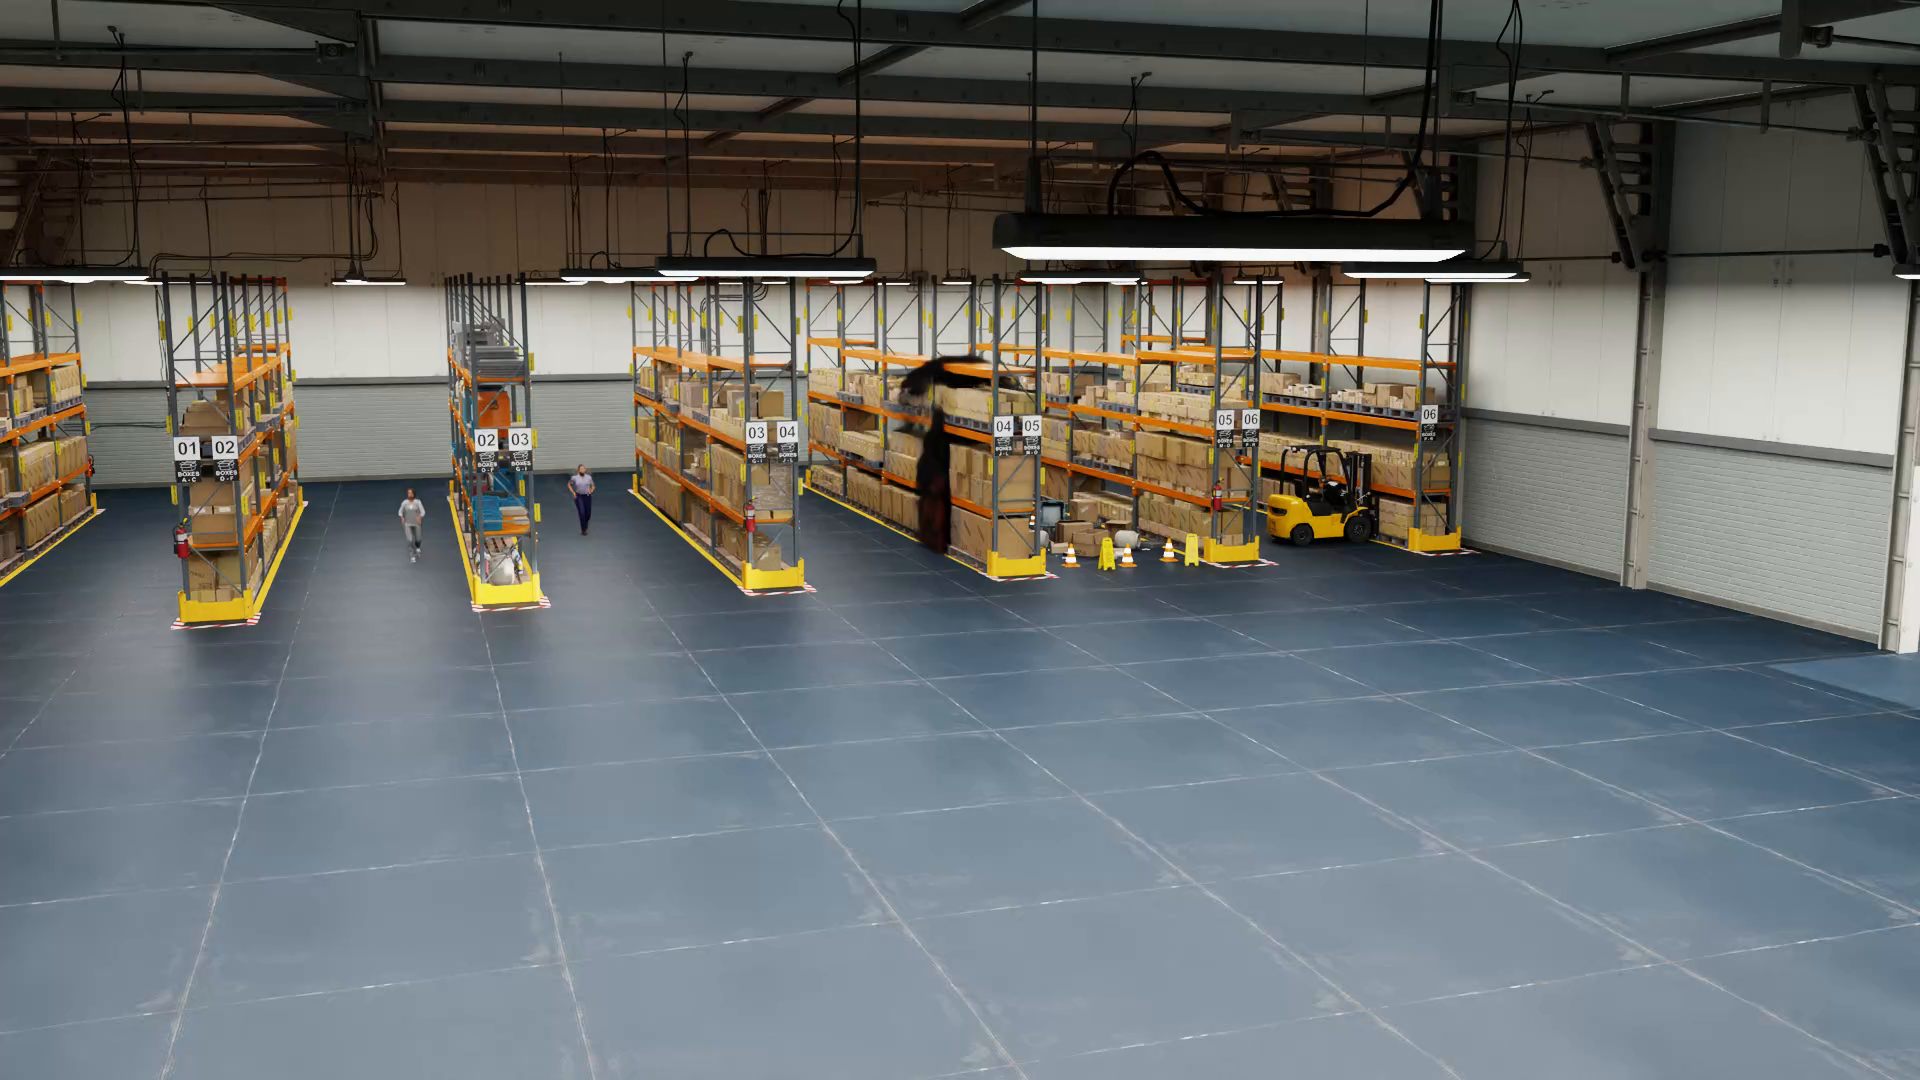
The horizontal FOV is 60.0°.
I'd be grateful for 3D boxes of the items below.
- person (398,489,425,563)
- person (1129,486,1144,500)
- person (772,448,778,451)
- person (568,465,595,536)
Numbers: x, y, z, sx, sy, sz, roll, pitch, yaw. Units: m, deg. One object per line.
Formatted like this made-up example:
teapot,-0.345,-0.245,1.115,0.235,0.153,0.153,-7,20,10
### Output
person,-11.545,-0.315,35.031,0.535,1.548,0.567,-3,9,-16
person,4.738,-1.727,44.097,0.573,1.609,0.629,-3,9,-16
person,-5.055,-2.121,46.164,0.745,1.775,1.072,-3,9,-17
person,-8.874,-0.916,39.061,0.613,1.556,0.705,-4,10,-26
